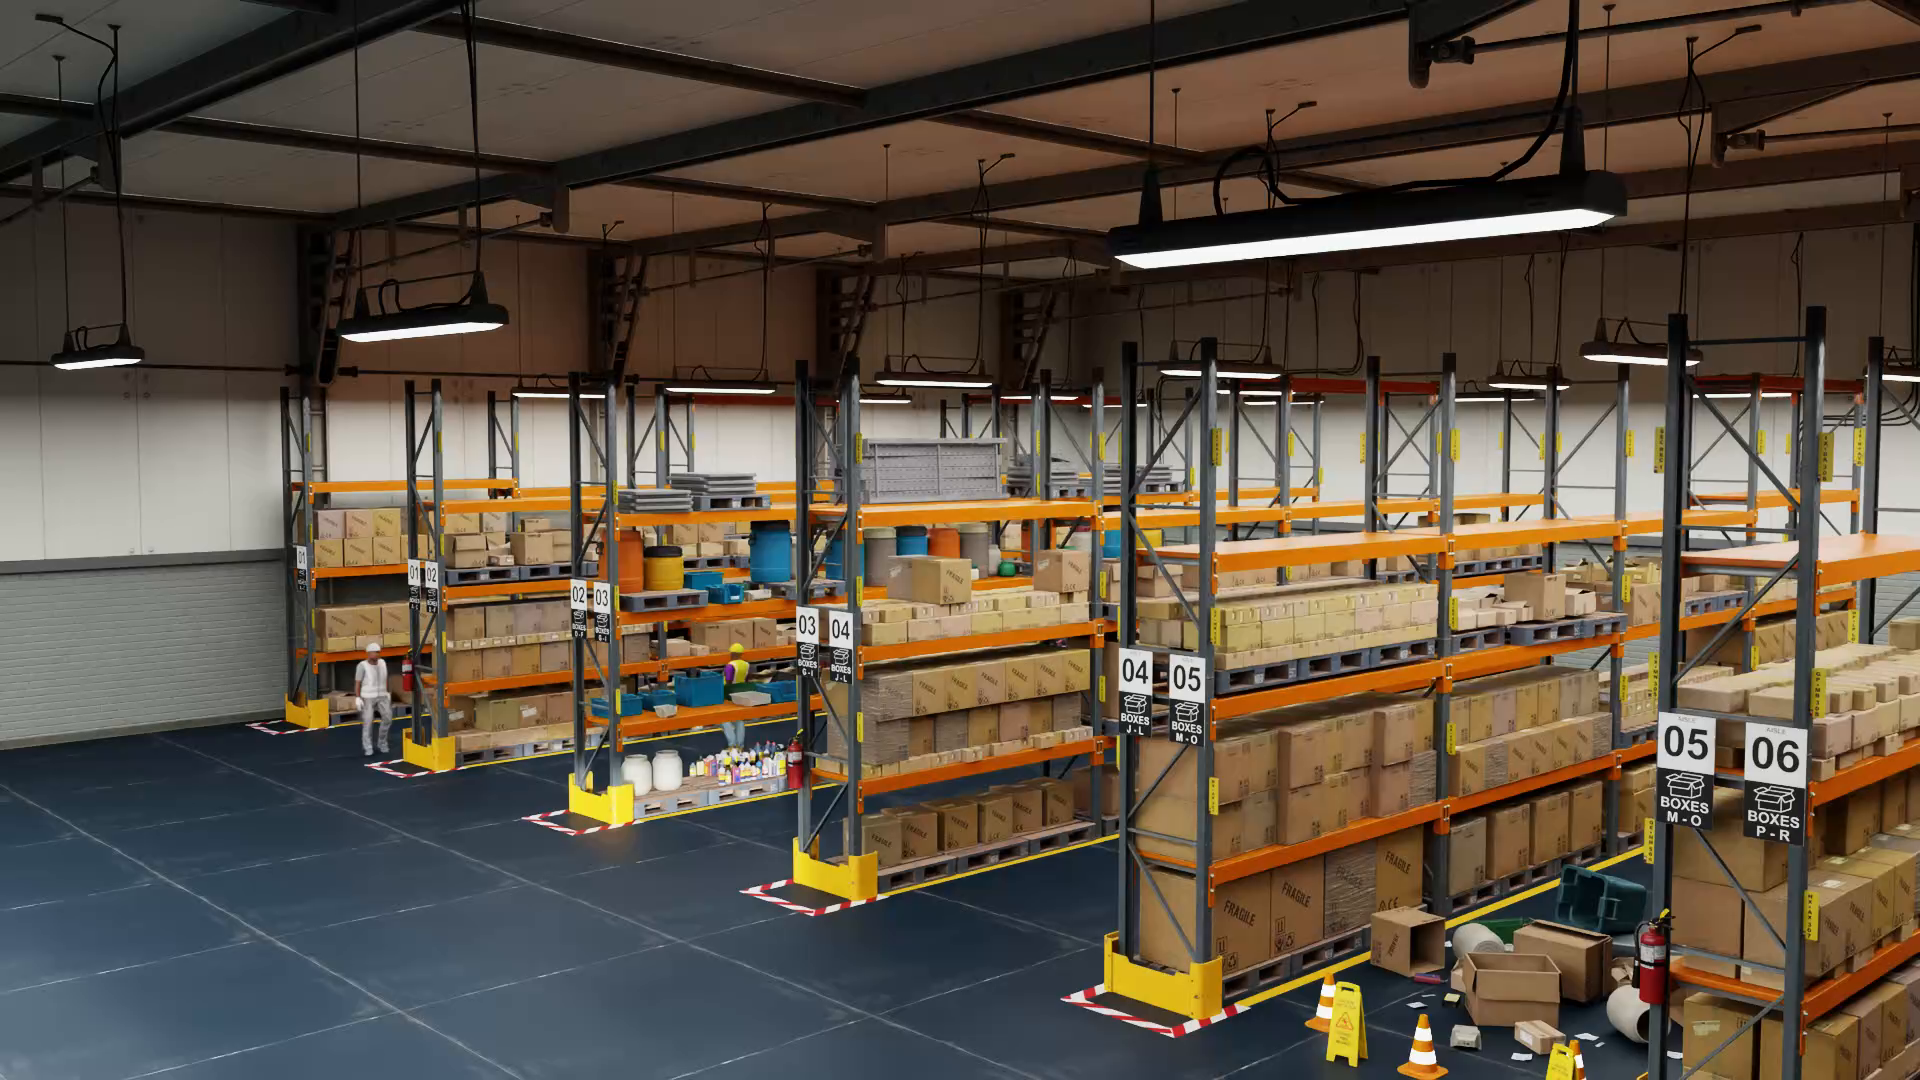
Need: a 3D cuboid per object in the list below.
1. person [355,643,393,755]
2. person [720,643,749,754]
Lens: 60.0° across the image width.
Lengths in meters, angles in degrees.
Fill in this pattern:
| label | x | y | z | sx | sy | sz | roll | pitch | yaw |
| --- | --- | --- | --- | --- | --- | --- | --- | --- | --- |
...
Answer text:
| label | x | y | z | sx | sy | sz | roll | pitch | yaw |
| --- | --- | --- | --- | --- | --- | --- | --- | --- | --- |
| person | -9.483 | 2.581 | 26.879 | 0.380 | 1.843 | 0.618 | 3 | 5 | 43 |
| person | -3.663 | 2.559 | 26.923 | 0.388 | 1.784 | 0.618 | 2 | 4 | 32 |
